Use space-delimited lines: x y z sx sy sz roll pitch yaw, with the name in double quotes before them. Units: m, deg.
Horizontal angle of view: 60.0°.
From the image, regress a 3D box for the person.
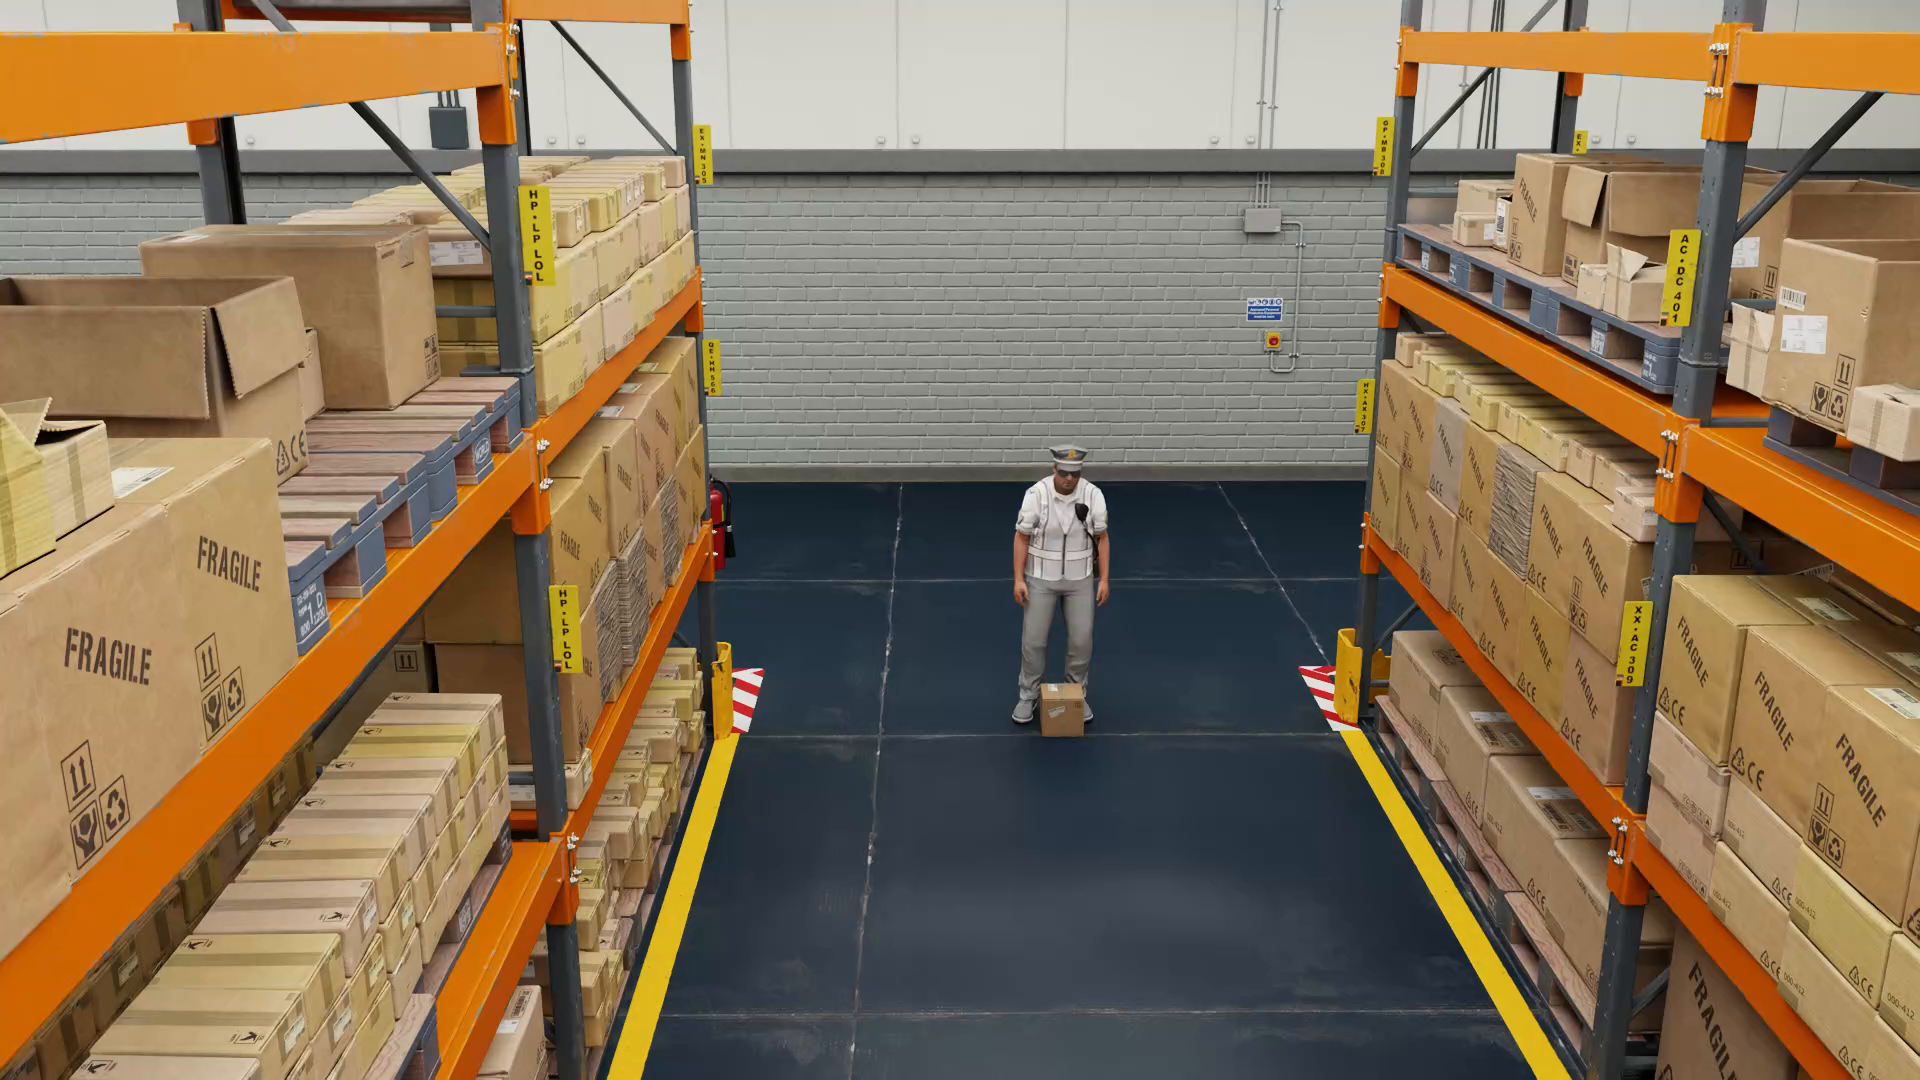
"person" 0.618 0.244 10.232 0.599 1.749 0.430 -1 17 -3
